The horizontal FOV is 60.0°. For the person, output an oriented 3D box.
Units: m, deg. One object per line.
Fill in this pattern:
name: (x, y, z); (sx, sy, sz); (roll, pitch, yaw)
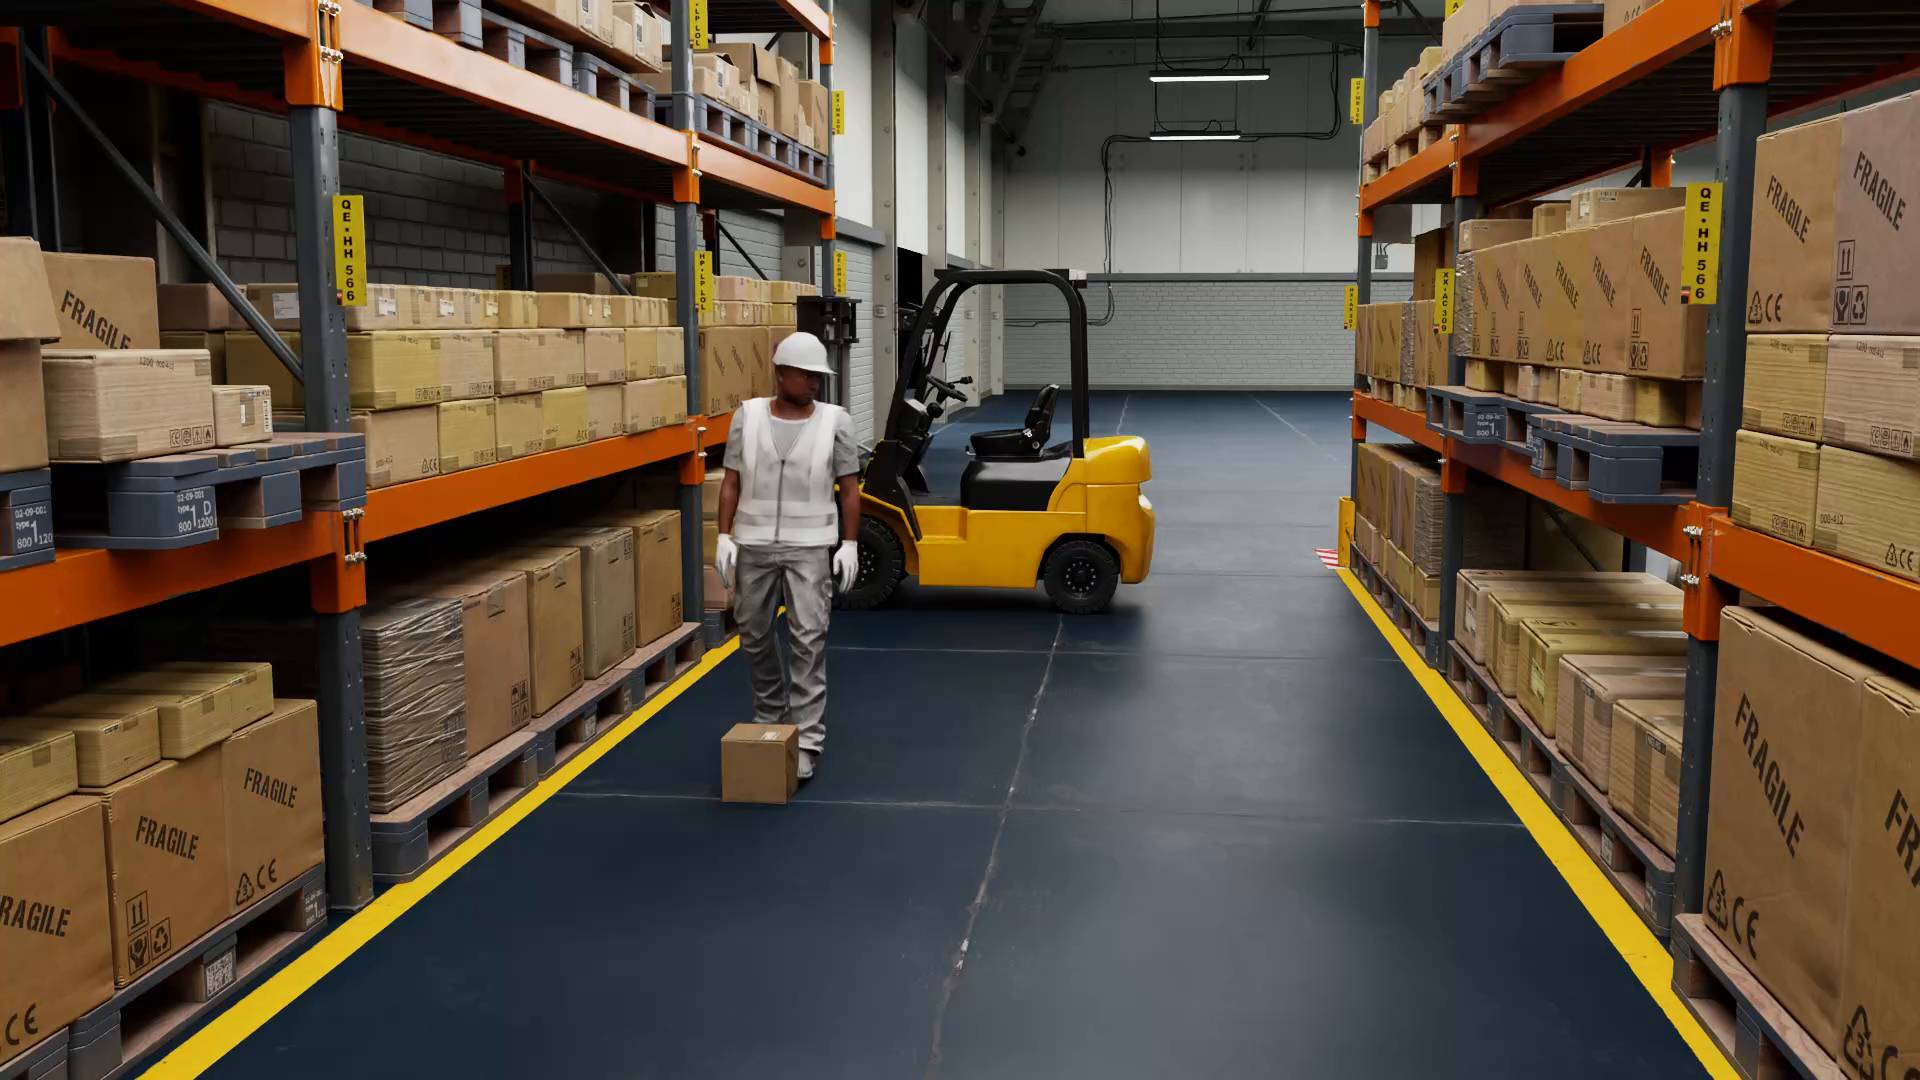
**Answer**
person: (-0.710, 0.046, 6.804); (0.573, 1.779, 0.721); (1, 8, 7)
